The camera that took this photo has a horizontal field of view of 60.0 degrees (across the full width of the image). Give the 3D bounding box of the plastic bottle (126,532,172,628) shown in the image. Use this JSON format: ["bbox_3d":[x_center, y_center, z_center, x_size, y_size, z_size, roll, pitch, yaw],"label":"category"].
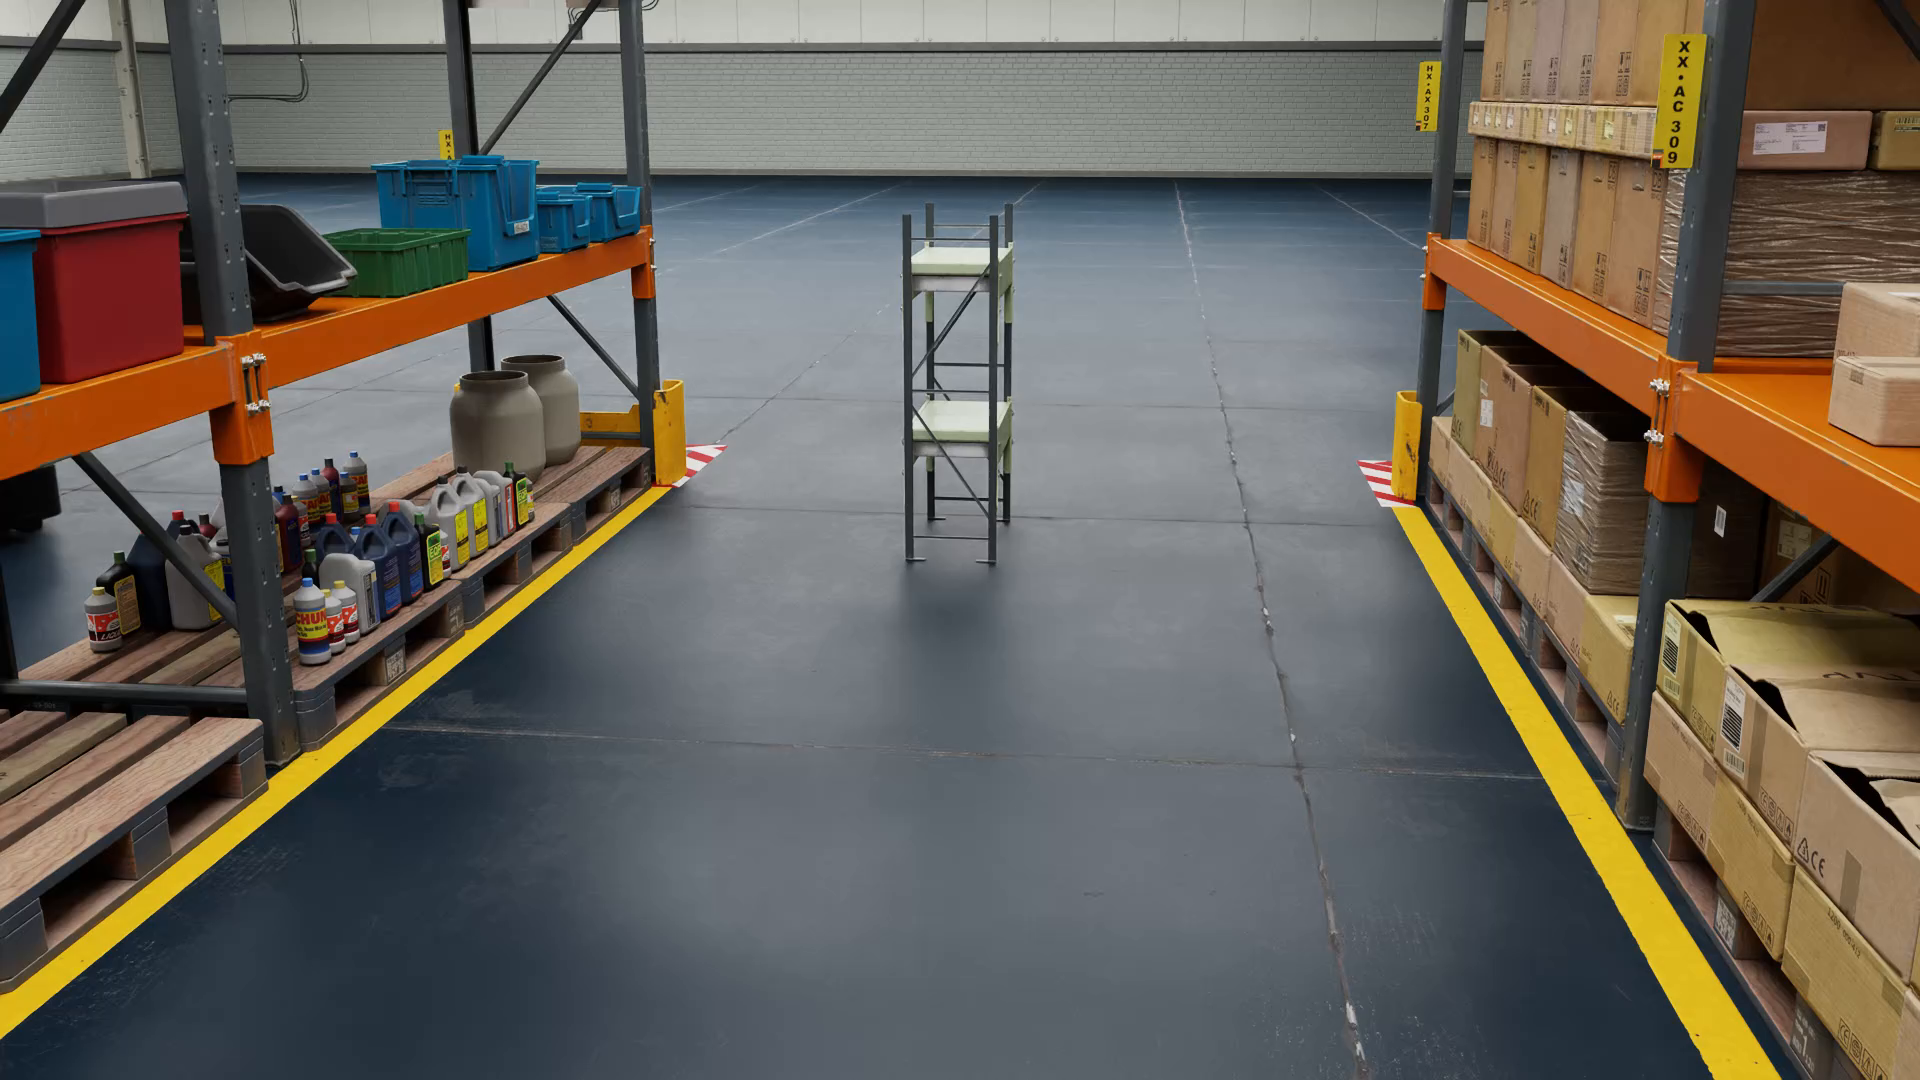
[{"bbox_3d":[-2.774,0.112,5.734,0.144,0.351,0.185,1,15,5],"label":"plastic bottle"}]

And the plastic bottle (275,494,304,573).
[{"bbox_3d":[-2.587,-0.028,6.381,0.061,0.283,0.133,2,15,6],"label":"plastic bottle"}]

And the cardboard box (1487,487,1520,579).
[{"bbox_3d":[2.360,-0.023,6.465,0.500,0.250,0.500,2,15,6],"label":"cardboard box"}]

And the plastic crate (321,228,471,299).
[{"bbox_3d":[-2.126,-1.020,6.095,0.450,0.188,0.662,2,15,6],"label":"plastic crate"}]

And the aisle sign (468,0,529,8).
[{"bbox_3d":[-2.391,-3.099,8.395,0.394,0.787,0.004,2,15,6],"label":"aisle sign"}]

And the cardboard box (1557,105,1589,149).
[{"bbox_3d":[2.351,-1.469,5.913,0.380,0.149,0.250,2,15,8],"label":"cardboard box"}]

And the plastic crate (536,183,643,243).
[{"bbox_3d":[-1.868,-1.606,8.140,0.499,0.251,0.616,2,15,6],"label":"plastic crate"}]

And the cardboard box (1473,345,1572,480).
[{"bbox_3d":[2.433,-0.515,6.845,0.500,0.500,0.500,2,15,6],"label":"cardboard box"}]

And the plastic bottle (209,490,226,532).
[{"bbox_3d":[-2.715,-0.022,6.228,0.144,0.351,0.185,2,15,6],"label":"plastic bottle"}]

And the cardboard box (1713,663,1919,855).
[{"bbox_3d":[2.006,0.451,3.635,0.500,0.311,0.500,2,15,6],"label":"cardboard box"}]

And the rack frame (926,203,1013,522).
[{"bbox_3d":[0.042,-0.821,7.824,0.400,1.500,0.023,2,15,6],"label":"rack frame"}]

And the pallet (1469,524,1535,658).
[{"bbox_3d":[2.628,0.192,6.549,1.003,0.211,1.213,2,15,6],"label":"pallet"}]

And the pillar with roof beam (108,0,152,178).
[{"bbox_3d":[-15.120,-12.795,37.742,9.100,9.000,0.400,2,15,6],"label":"pillar with roof beam"}]

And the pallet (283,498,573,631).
[{"bbox_3d":[-2.307,0.077,6.973,1.003,0.211,1.213,2,15,6],"label":"pallet"}]

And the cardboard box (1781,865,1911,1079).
[{"bbox_3d":[1.955,0.857,3.210,0.500,0.250,0.500,1,15,5],"label":"cardboard box"}]

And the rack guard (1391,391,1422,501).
[{"bbox_3d":[2.815,-0.469,8.439,1.175,0.500,0.348,2,15,6],"label":"rack guard"}]

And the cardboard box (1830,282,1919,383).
[{"bbox_3d":[2.349,-0.431,3.796,0.500,0.250,0.500,3,15,10],"label":"cardboard box"}]

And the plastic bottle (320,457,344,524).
[{"bbox_3d":[-2.666,-0.198,7.010,0.061,0.283,0.133,2,15,7],"label":"plastic bottle"}]

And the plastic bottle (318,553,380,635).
[{"bbox_3d":[-2.079,0.169,5.666,0.152,0.276,0.135,2,15,8],"label":"plastic bottle"}]

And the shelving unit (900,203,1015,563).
[{"bbox_3d":[0.001,-0.726,7.473,0.431,1.500,0.755,2,15,6],"label":"shelving unit"}]

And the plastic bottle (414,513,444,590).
[{"bbox_3d":[-1.975,0.032,6.157,0.061,0.283,0.133,2,15,9],"label":"plastic bottle"}]

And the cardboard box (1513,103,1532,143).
[{"bbox_3d":[2.440,-1.668,6.649,0.380,0.149,0.250,1,15,4],"label":"cardboard box"}]

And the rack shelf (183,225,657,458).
[{"bbox_3d":[-2.334,-0.950,6.809,1.077,0.370,4.000,2,15,6],"label":"rack shelf"}]

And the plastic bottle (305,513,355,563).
[{"bbox_3d":[-2.200,0.086,5.829,0.144,0.351,0.185,2,15,6],"label":"plastic bottle"}]

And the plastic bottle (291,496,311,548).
[{"bbox_3d":[-2.684,-0.076,6.716,0.097,0.201,0.097,0,15,0],"label":"plastic bottle"}]

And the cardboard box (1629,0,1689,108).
[{"bbox_3d":[2.461,-1.553,4.982,0.700,0.500,0.500,2,15,6],"label":"cardboard box"}]

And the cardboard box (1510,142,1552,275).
[{"bbox_3d":[2.631,-1.332,6.651,0.700,0.500,0.500,2,15,7],"label":"cardboard box"}]

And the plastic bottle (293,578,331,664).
[{"bbox_3d":[-2.088,0.256,5.353,0.097,0.271,0.097,0,15,0],"label":"plastic bottle"}]

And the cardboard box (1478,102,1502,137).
[{"bbox_3d":[2.527,-1.867,7.386,0.380,0.149,0.250,1,15,5],"label":"cardboard box"}]

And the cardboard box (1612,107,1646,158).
[{"bbox_3d":[2.265,-1.271,5.180,0.380,0.149,0.250,2,15,6],"label":"cardboard box"}]

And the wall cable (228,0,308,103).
[{"bbox_3d":[-17.752,-12.148,41.298,3.097,2.526,0.112,2,15,6],"label":"wall cable"}]

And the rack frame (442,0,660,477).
[{"bbox_3d":[-2.108,-1.816,8.633,1.000,3.000,0.127,2,15,6],"label":"rack frame"}]

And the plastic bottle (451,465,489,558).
[{"bbox_3d":[-1.966,-0.117,6.581,0.144,0.351,0.185,2,15,9],"label":"plastic bottle"}]

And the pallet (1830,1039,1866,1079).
[{"bbox_3d":[2.182,1.223,2.733,1.003,0.211,1.213,2,15,6],"label":"pallet"}]

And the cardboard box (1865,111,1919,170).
[{"bbox_3d":[2.584,-1.058,4.392,0.380,0.149,0.250,2,15,6],"label":"cardboard box"}]

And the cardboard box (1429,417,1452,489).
[{"bbox_3d":[2.531,-0.412,7.904,0.500,0.250,0.500,2,15,6],"label":"cardboard box"}]

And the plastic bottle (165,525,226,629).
[{"bbox_3d":[-2.630,0.116,5.718,0.144,0.351,0.185,2,15,6],"label":"plastic bottle"}]

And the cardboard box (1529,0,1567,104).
[{"bbox_3d":[2.631,-1.942,6.422,0.700,0.500,0.500,2,15,6],"label":"cardboard box"}]

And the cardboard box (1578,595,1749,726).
[{"bbox_3d":[2.197,0.366,5.026,0.500,0.250,0.500,2,15,6],"label":"cardboard box"}]

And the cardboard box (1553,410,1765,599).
[{"bbox_3d":[2.265,-0.126,5.406,0.500,0.500,0.500,2,15,6],"label":"cardboard box"}]

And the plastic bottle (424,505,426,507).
[{"bbox_3d":[-2.091,-0.037,6.572,0.097,0.201,0.097,0,15,0],"label":"plastic bottle"}]

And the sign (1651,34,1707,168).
[{"bbox_3d":[1.810,-1.104,4.189,0.100,0.325,0.005,2,15,6],"label":"sign"}]

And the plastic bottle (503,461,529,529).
[{"bbox_3d":[-1.875,-0.197,7.007,0.061,0.283,0.133,2,15,8],"label":"plastic bottle"}]

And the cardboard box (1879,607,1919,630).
[{"bbox_3d":[2.601,0.335,4.064,0.500,0.311,0.500,2,15,6],"label":"cardboard box"}]

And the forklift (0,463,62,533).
[{"bbox_3d":[-5.136,-1.141,6.268,1.130,2.935,3.031,4,16,15],"label":"forklift"}]

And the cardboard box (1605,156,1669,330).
[{"bbox_3d":[2.458,-0.933,5.173,0.700,0.500,0.500,2,15,6],"label":"cardboard box"}]
